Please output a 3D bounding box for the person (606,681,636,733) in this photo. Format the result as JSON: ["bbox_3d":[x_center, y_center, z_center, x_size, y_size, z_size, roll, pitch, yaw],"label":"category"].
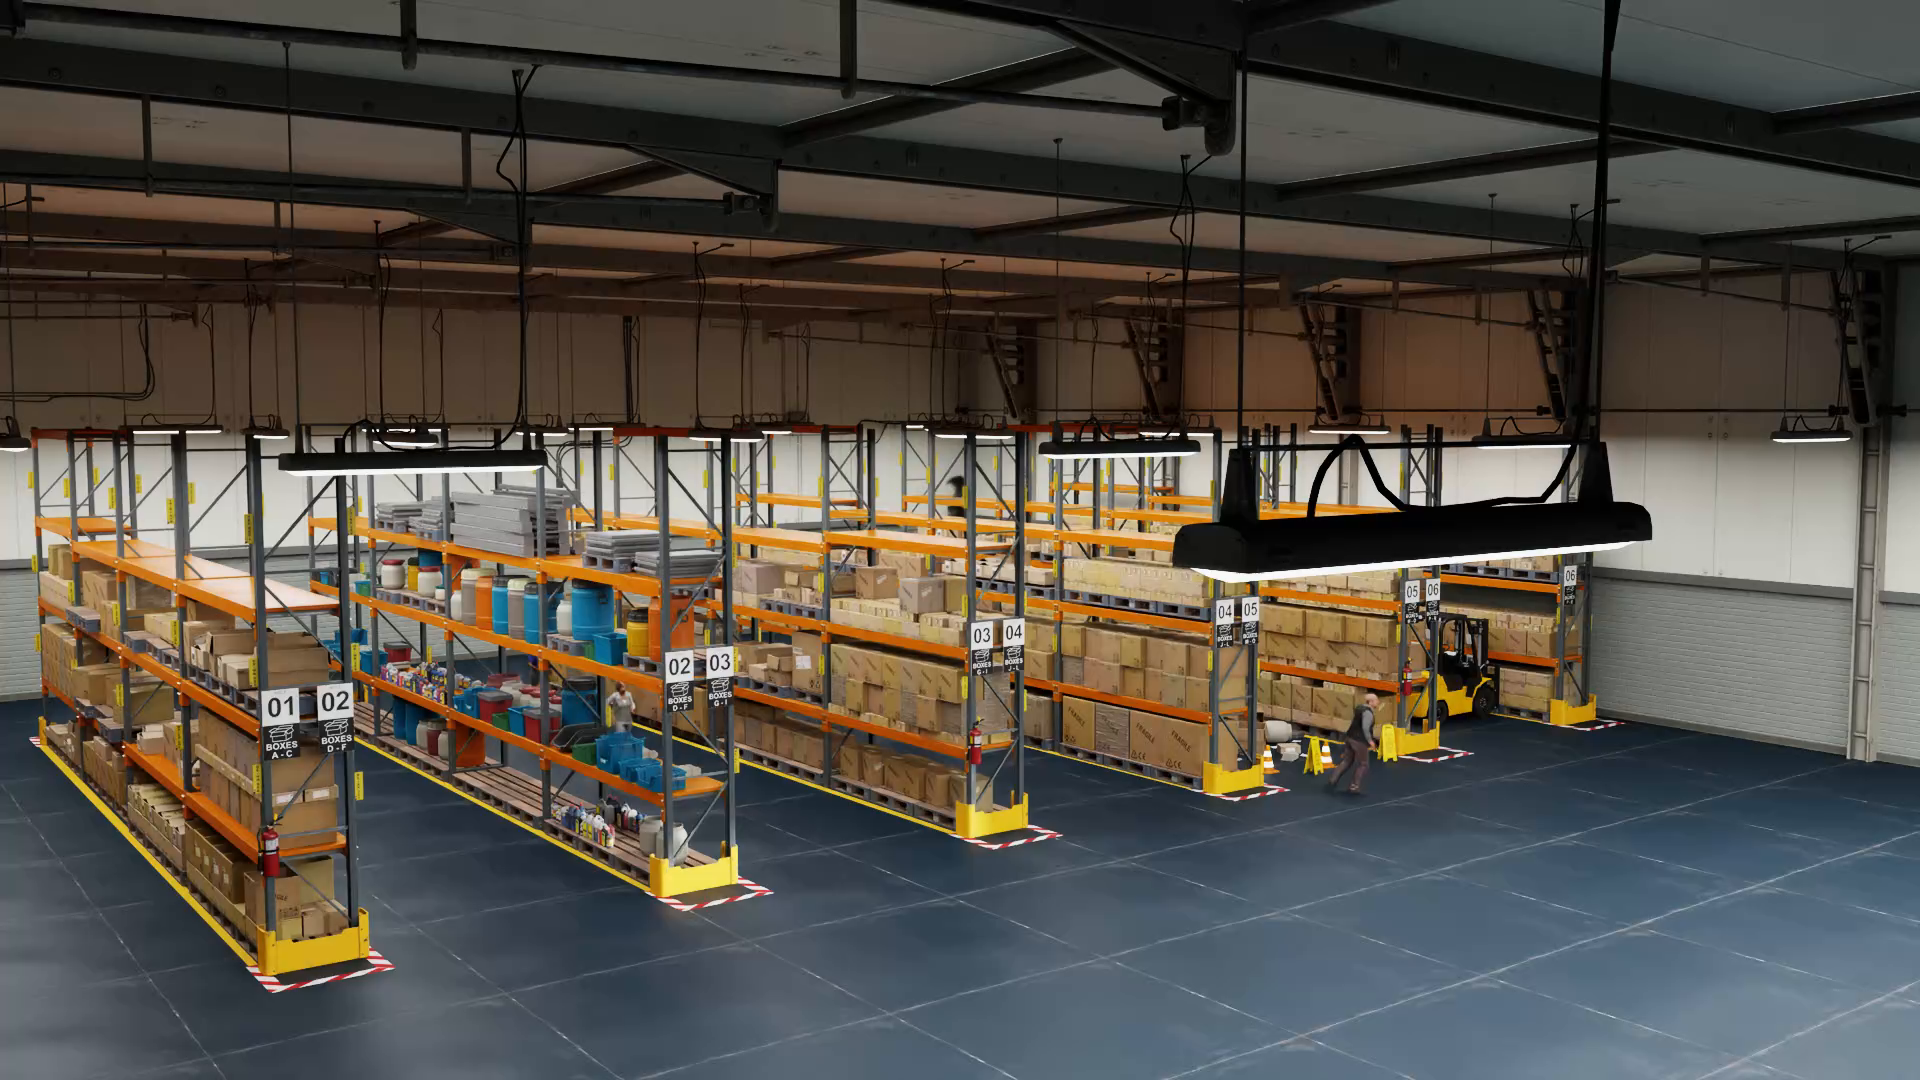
[{"bbox_3d":[-5.960,3.224,29.286,0.531,1.562,0.838,-4,6,-42],"label":"person"}]

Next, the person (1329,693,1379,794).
[{"bbox_3d":[6.503,3.353,27.466,0.748,1.667,0.664,-1,5,-12],"label":"person"}]

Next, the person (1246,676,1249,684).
[{"bbox_3d":[6.170,2.541,37.260,0.659,1.770,0.776,-4,6,-39],"label":"person"}]

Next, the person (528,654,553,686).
[{"bbox_3d":[-8.858,2.808,34.790,0.791,1.615,0.571,4,6,42],"label":"person"}]
